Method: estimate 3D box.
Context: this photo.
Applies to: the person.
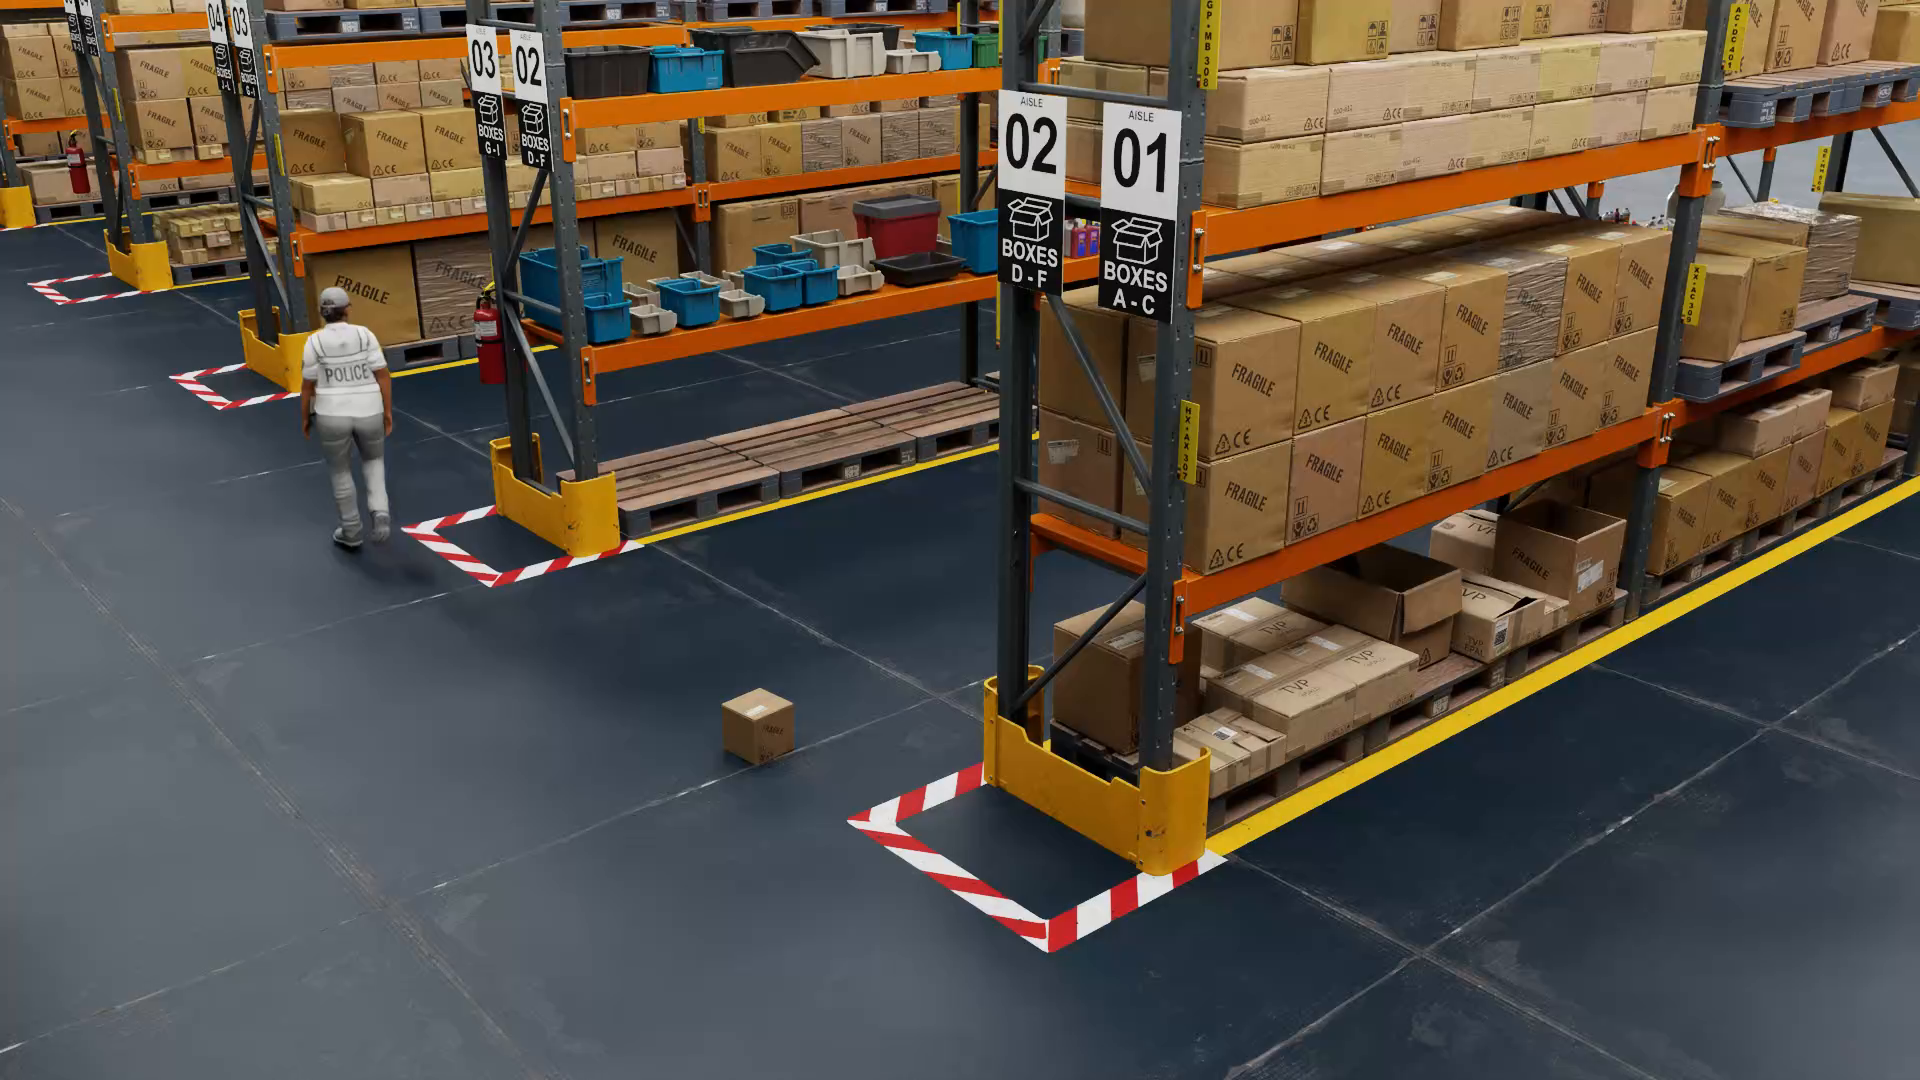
[{"bbox_3d":[-3.860,-0.764,10.522,0.530,1.664,0.458,-13,25,-31],"label":"person"}]
